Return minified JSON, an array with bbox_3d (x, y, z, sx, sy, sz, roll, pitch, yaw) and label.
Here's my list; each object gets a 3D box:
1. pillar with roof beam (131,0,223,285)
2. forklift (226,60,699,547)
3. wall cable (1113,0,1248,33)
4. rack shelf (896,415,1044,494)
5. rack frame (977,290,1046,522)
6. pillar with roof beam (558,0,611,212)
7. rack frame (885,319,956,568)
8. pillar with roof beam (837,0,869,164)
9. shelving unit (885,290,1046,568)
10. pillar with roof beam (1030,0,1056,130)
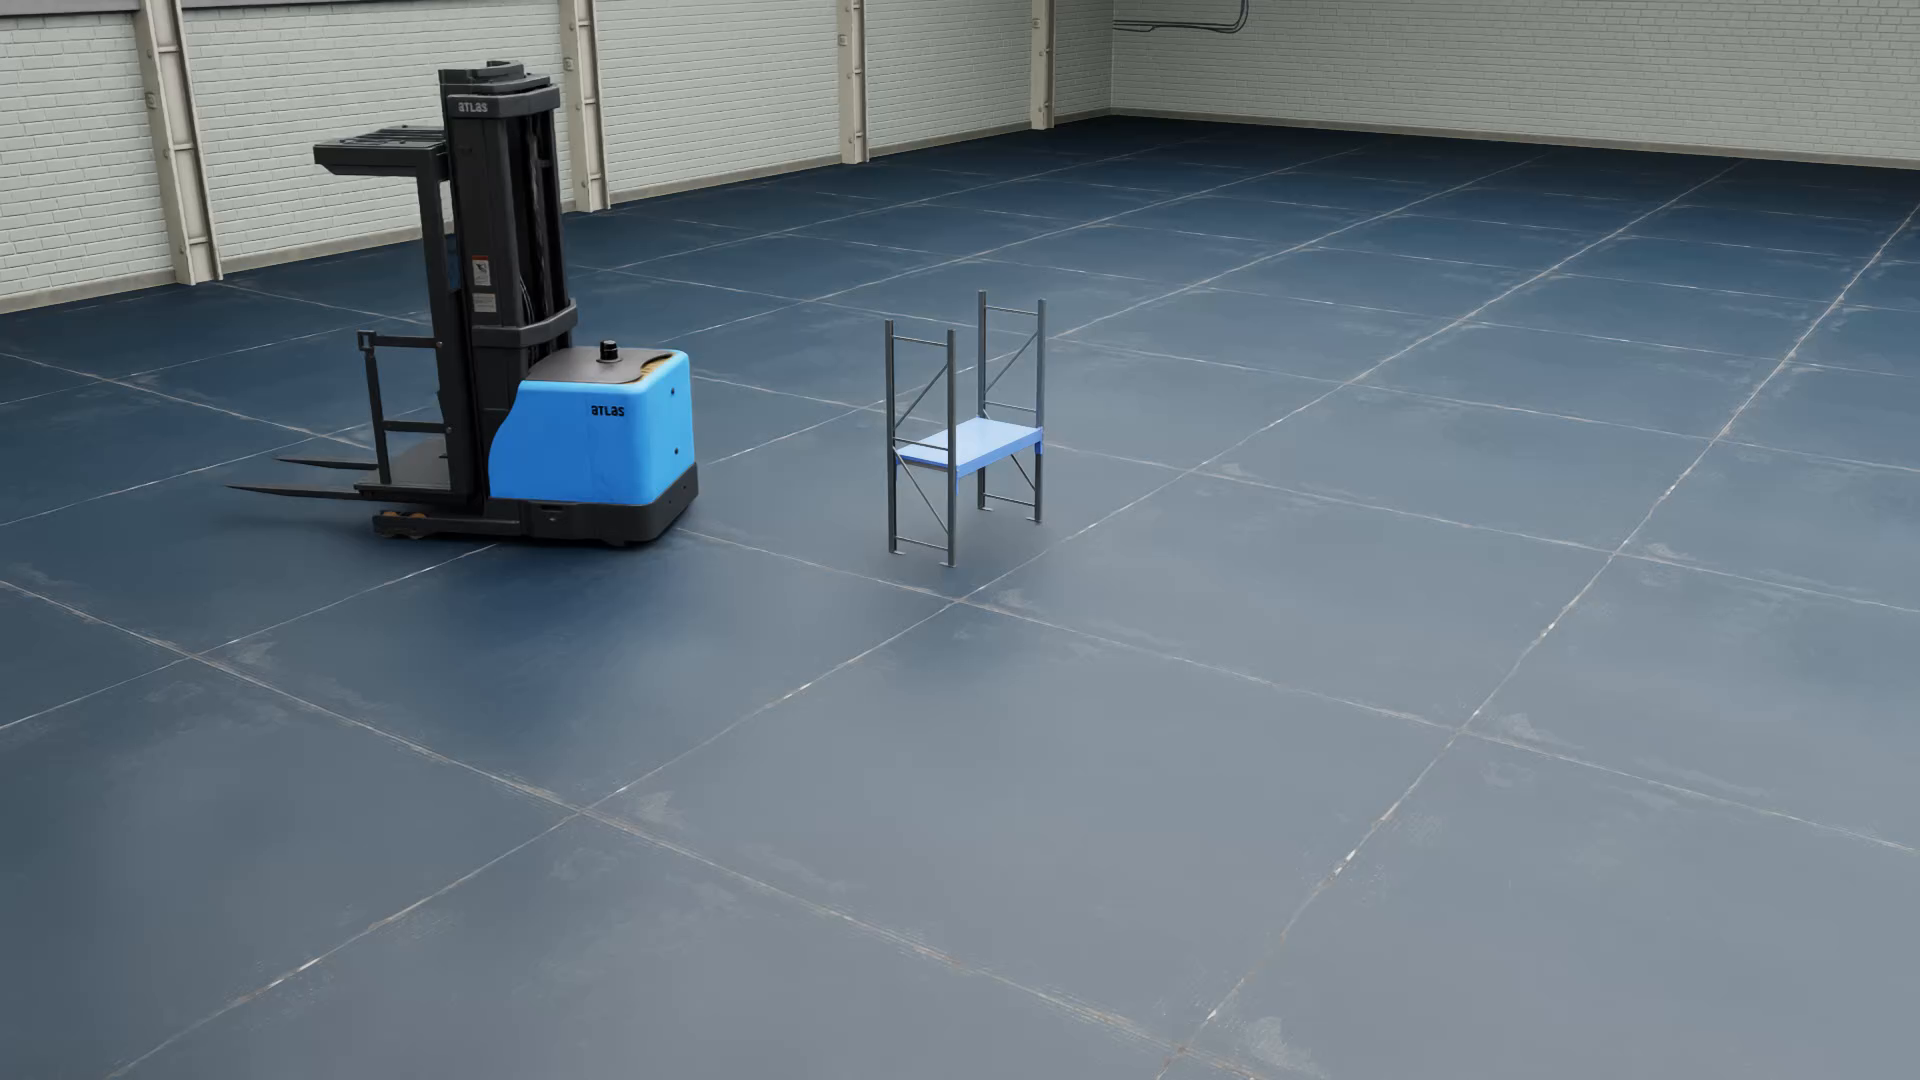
[{"bbox_3d":[-4.951,-6.283,14.780,9.100,9.000,0.400,13,24,32],"label":"pillar with roof beam"},{"bbox_3d":[-3.356,-1.557,10.748,3.031,2.935,1.130,3,21,9],"label":"forklift"},{"bbox_3d":[4.357,-11.418,33.138,3.097,2.526,0.112,13,24,32],"label":"wall cable"},{"bbox_3d":[0.048,-0.559,10.633,0.538,0.185,1.000,13,24,32],"label":"rack shelf"},{"bbox_3d":[0.334,-0.874,10.965,0.500,1.500,0.032,13,24,32],"label":"rack frame"},{"bbox_3d":[-1.578,-8.005,19.434,9.100,9.000,0.400,13,24,32],"label":"pillar with roof beam"},{"bbox_3d":[-0.238,-0.582,10.177,0.500,1.500,0.032,13,24,32],"label":"rack frame"},{"bbox_3d":[1.795,-9.726,24.088,9.100,9.000,0.400,13,24,32],"label":"pillar with roof beam"},{"bbox_3d":[0.048,-0.728,10.571,0.538,1.500,1.048,13,24,32],"label":"shelving unit"},{"bbox_3d":[5.167,-11.448,28.742,9.100,9.000,0.400,13,24,32],"label":"pillar with roof beam"}]
